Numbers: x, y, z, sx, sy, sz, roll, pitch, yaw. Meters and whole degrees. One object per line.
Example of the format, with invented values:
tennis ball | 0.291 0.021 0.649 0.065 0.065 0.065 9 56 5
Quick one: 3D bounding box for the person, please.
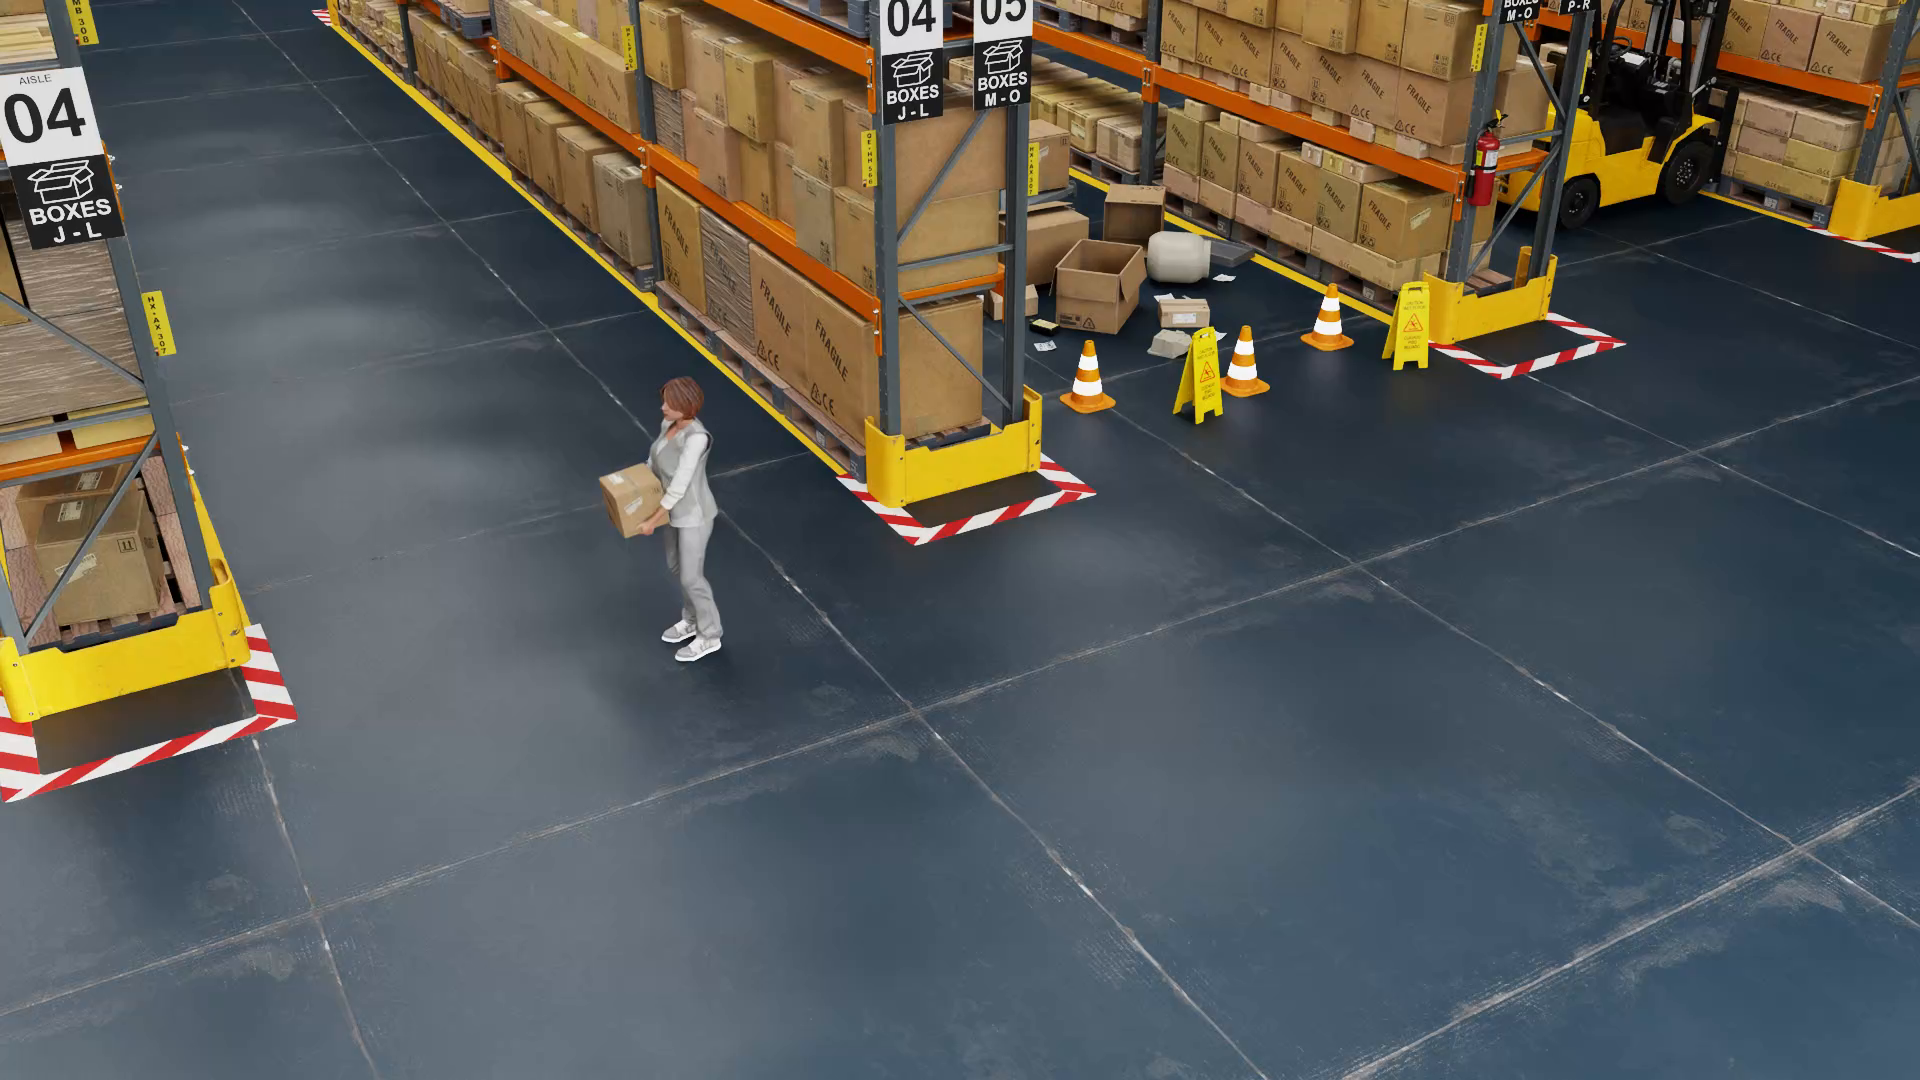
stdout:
person | -1.525 -0.097 8.745 0.495 1.588 0.401 -16 33 -26
